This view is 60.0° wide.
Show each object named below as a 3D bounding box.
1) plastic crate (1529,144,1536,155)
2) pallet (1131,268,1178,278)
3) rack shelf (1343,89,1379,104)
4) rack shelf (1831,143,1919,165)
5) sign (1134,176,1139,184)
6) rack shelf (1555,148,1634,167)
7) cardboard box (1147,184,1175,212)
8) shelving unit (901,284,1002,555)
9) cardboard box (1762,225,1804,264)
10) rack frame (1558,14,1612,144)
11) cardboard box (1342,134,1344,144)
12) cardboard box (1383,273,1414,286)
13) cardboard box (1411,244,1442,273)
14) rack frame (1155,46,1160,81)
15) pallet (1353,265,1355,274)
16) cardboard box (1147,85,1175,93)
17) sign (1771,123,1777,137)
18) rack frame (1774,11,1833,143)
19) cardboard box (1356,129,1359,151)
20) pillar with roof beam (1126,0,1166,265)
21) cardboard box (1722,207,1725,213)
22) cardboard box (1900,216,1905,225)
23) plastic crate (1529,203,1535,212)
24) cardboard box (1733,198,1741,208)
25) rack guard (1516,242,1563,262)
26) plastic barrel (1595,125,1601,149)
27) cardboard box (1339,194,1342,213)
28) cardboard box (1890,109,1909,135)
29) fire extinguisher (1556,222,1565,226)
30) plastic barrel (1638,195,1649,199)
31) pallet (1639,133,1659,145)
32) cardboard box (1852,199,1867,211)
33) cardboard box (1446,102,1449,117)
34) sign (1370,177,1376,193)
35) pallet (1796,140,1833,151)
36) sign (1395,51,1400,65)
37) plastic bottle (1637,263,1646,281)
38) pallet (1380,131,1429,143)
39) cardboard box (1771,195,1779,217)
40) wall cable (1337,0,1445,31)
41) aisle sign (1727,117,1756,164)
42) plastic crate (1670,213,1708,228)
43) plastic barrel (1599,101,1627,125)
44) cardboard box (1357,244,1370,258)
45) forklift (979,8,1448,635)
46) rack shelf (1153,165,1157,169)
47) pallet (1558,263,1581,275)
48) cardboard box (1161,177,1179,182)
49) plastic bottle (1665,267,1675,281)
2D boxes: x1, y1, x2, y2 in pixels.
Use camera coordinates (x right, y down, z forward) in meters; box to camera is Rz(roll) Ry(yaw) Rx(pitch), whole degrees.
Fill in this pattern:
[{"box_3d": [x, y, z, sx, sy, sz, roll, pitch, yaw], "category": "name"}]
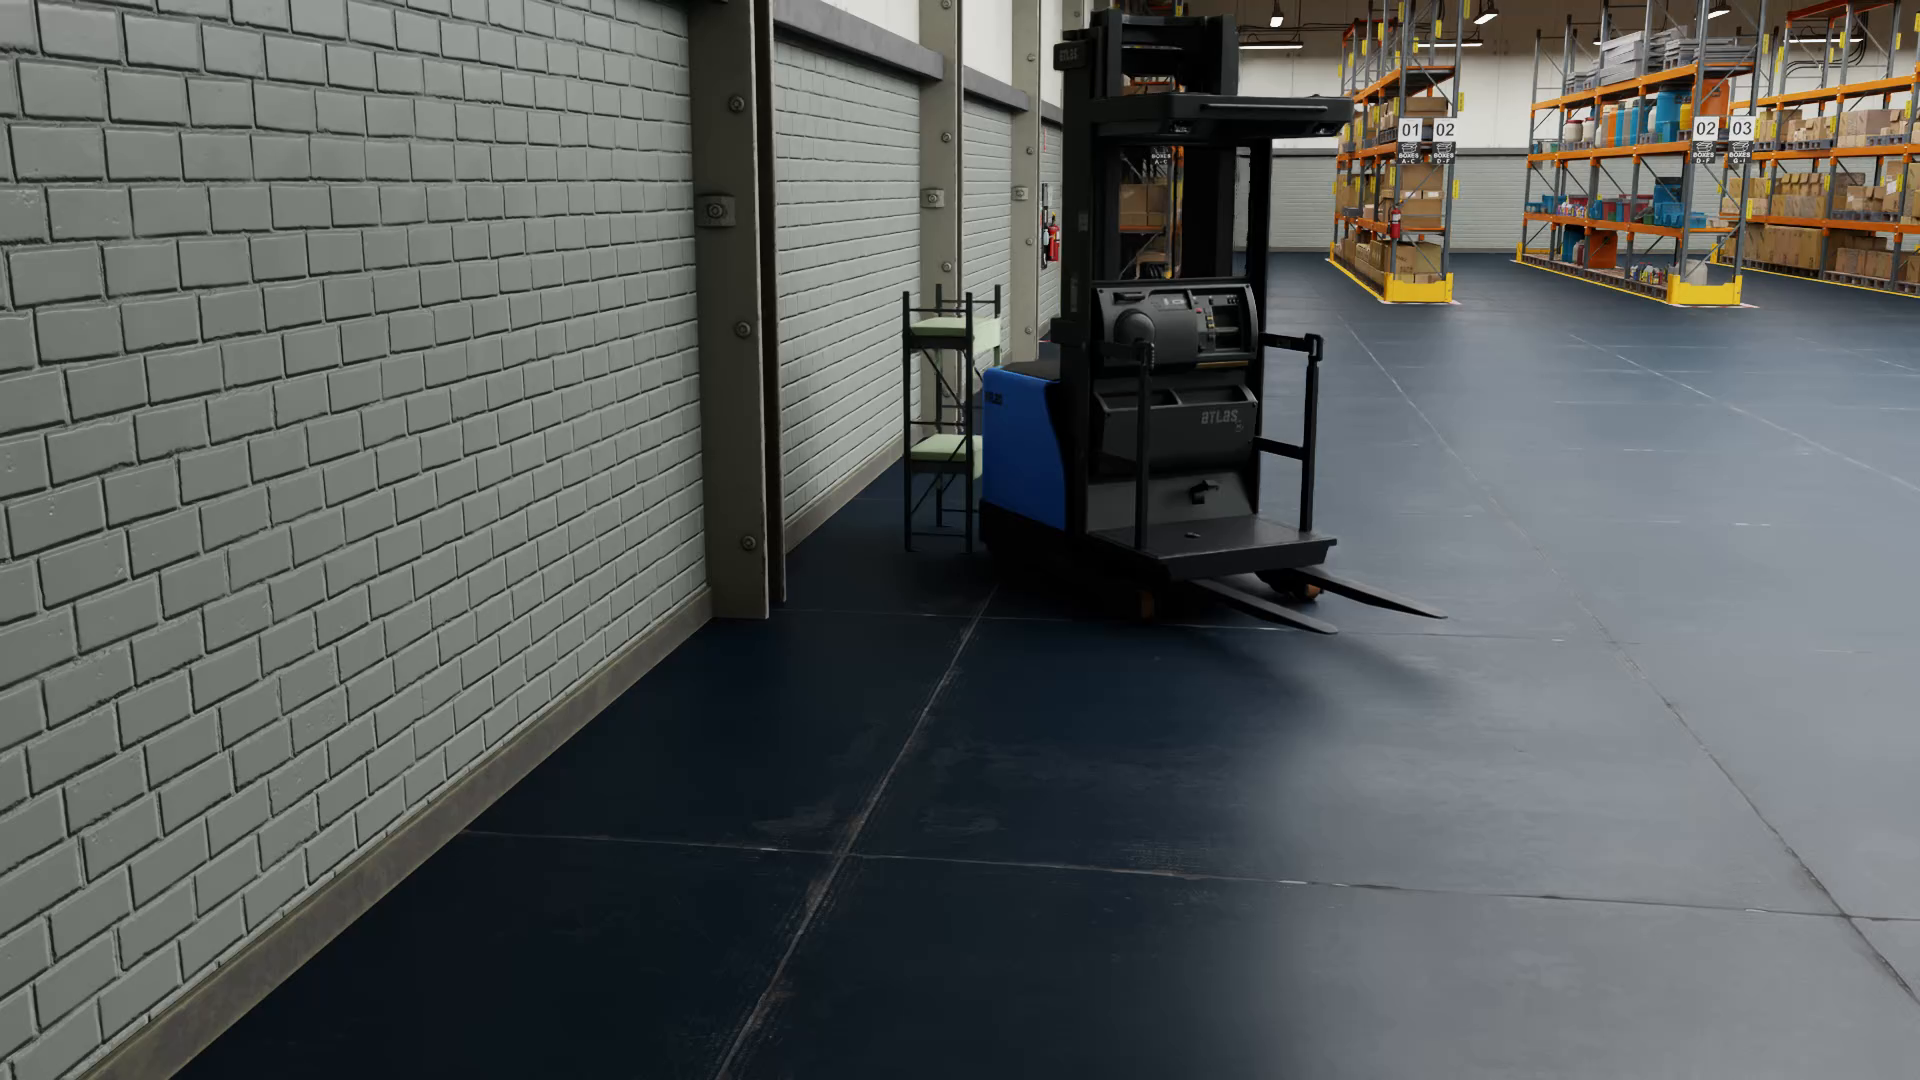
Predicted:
[{"box_3d": [15.277, -10.287, 43.796, 0.497, 0.269, 0.590, 2, 12, 9], "category": "plastic crate"}, {"box_3d": [4.280, -5.832, 36.554, 1.003, 0.211, 1.213, 2, 12, 9], "category": "pallet"}, {"box_3d": [10.410, -11.280, 42.689, 1.077, 0.370, 4.000, 2, 12, 9], "category": "rack shelf"}, {"box_3d": [18.967, -7.828, 33.784, 1.077, 0.370, 4.000, 2, 12, 9], "category": "rack shelf"}, {"box_3d": [4.043, -8.194, 38.149, 0.100, 0.325, 0.005, 2, 12, 9], "category": "sign"}, {"box_3d": [14.688, -8.821, 38.392, 1.077, 0.370, 4.000, 2, 12, 9], "category": "rack shelf"}, {"box_3d": [3.732, -6.338, 30.814, 0.500, 0.500, 0.500, 2, 12, 9], "category": "cardboard box"}, {"box_3d": [-0.039, -0.736, 9.850, 0.431, 1.500, 0.755, 3, 13, 14], "category": "shelving unit"}, {"box_3d": [19.811, -6.995, 39.378, 1.225, 0.875, 0.875, 2, 12, 9], "category": "cardboard box"}, {"box_3d": [14.996, -11.055, 39.933, 1.000, 3.000, 0.127, 2, 12, 9], "category": "rack frame"}, {"box_3d": [10.146, -10.344, 42.918, 0.500, 0.250, 0.500, 2, 12, 9], "category": "cardboard box"}, {"box_3d": [8.047, -4.768, 30.530, 0.500, 0.250, 0.500, 2, 12, 9], "category": "cardboard box"}, {"box_3d": [8.634, -5.222, 30.856, 0.500, 0.500, 0.500, 2, 12, 9], "category": "cardboard box"}, {"box_3d": [5.822, -12.209, 45.286, 1.000, 3.000, 0.127, 2, 12, 9], "category": "rack frame"}, {"box_3d": [9.639, -6.242, 38.458, 1.003, 0.211, 1.213, 2, 12, 9], "category": "pallet"}, {"box_3d": [3.660, -8.032, 30.365, 0.500, 0.500, 0.500, 1, 12, 5], "category": "cardboard box"}, {"box_3d": [19.341, -9.738, 39.523, 0.100, 0.325, 0.005, 2, 12, 9], "category": "sign"}, {"box_3d": [19.890, -10.895, 39.188, 1.000, 3.000, 0.127, 2, 12, 9], "category": "rack frame"}, {"box_3d": [9.679, -9.273, 38.544, 0.910, 0.500, 0.500, 2, 12, 9], "category": "cardboard box"}, {"box_3d": [8.714, -11.411, 41.581, 9.100, 9.000, 0.548, 2, 12, 9], "category": "pillar with roof beam"}, {"box_3d": [20.125, -8.609, 43.417, 0.380, 0.149, 0.250, 2, 12, 9], "category": "cardboard box"}, {"box_3d": [18.329, -6.139, 31.956, 0.380, 0.149, 0.250, 2, 12, 9], "category": "cardboard box"}, {"box_3d": [15.147, -8.725, 43.615, 0.416, 0.233, 0.300, 2, 12, 9], "category": "plastic crate"}, {"box_3d": [20.010, -8.563, 42.257, 0.500, 0.250, 0.500, 1, 12, 7], "category": "cardboard box"}, {"box_3d": [15.602, -7.739, 44.717, 1.175, 0.500, 0.348, 2, 12, 9], "category": "rack guard"}, {"box_3d": [14.030, -8.756, 36.119, 0.421, 0.512, 0.421, 0, 12, 0], "category": "plastic barrel"}, {"box_3d": [10.156, -8.766, 43.311, 0.500, 0.500, 0.500, 2, 12, 9], "category": "cardboard box"}, {"box_3d": [18.974, -8.310, 33.071, 0.797, 0.503, 0.637, 2, 12, 11], "category": "cardboard box"}, {"box_3d": [16.083, -8.752, 44.553, 0.296, 0.674, 0.183, 2, 12, 9], "category": "fire extinguisher"}, {"box_3d": [14.242, -6.869, 34.423, 0.433, 0.535, 0.433, 0, 12, 0], "category": "plastic barrel"}, {"box_3d": [13.751, -7.678, 31.829, 1.213, 0.211, 1.003, 2, 12, 9], "category": "pallet"}, {"box_3d": [18.790, -6.920, 34.343, 0.500, 0.250, 0.500, 2, 12, 7], "category": "cardboard box"}, {"box_3d": [8.782, -7.912, 30.899, 0.500, 0.500, 0.500, 2, 12, 9], "category": "cardboard box"}, {"box_3d": [8.334, -7.162, 33.544, 0.100, 0.325, 0.005, 2, 12, 9], "category": "sign"}, {"box_3d": [19.491, -8.872, 37.371, 1.003, 0.211, 1.213, 2, 12, 11], "category": "pallet"}, {"box_3d": [10.651, -11.734, 40.488, 0.100, 0.325, 0.005, 2, 12, 9], "category": "sign"}, {"box_3d": [13.202, -5.184, 32.170, 0.144, 0.351, 0.185, 1, 12, 6], "category": "plastic bottle"}, {"box_3d": [8.766, -7.863, 32.451, 1.003, 0.211, 1.213, 2, 12, 9], "category": "pallet"}, {"box_3d": [19.572, -7.924, 39.403, 0.500, 0.500, 0.500, 2, 12, 9], "category": "cardboard box"}, {"box_3d": [12.776, -16.361, 49.139, 3.097, 2.526, 0.112, 2, 12, 9], "category": "wall cable"}, {"box_3d": [13.429, -6.871, 28.586, 0.394, 0.787, 0.004, 2, 12, 9], "category": "aisle sign"}, {"box_3d": [12.932, -5.666, 29.518, 0.499, 0.251, 0.616, 2, 12, 9], "category": "plastic crate"}, {"box_3d": [14.471, -9.290, 36.843, 0.600, 0.830, 0.708, 2, 12, 9], "category": "plastic barrel"}, {"box_3d": [9.044, -6.378, 36.665, 0.500, 0.311, 0.500, 2, 12, 7], "category": "cardboard box"}, {"box_3d": [1.208, -1.135, 8.301, 1.130, 2.935, 3.031, -6, 13, -25], "category": "forklift"}, {"box_3d": [5.514, -9.975, 43.746, 1.077, 0.370, 4.000, 2, 12, 9], "category": "rack shelf"}, {"box_3d": [14.651, -6.346, 38.937, 1.003, 0.211, 1.213, 2, 12, 9], "category": "pallet"}, {"box_3d": [4.921, -8.274, 38.495, 0.500, 0.250, 0.500, 2, 12, 10], "category": "cardboard box"}, {"box_3d": [13.772, -5.157, 32.225, 0.152, 0.276, 0.135, 2, 12, 9], "category": "plastic bottle"}]
